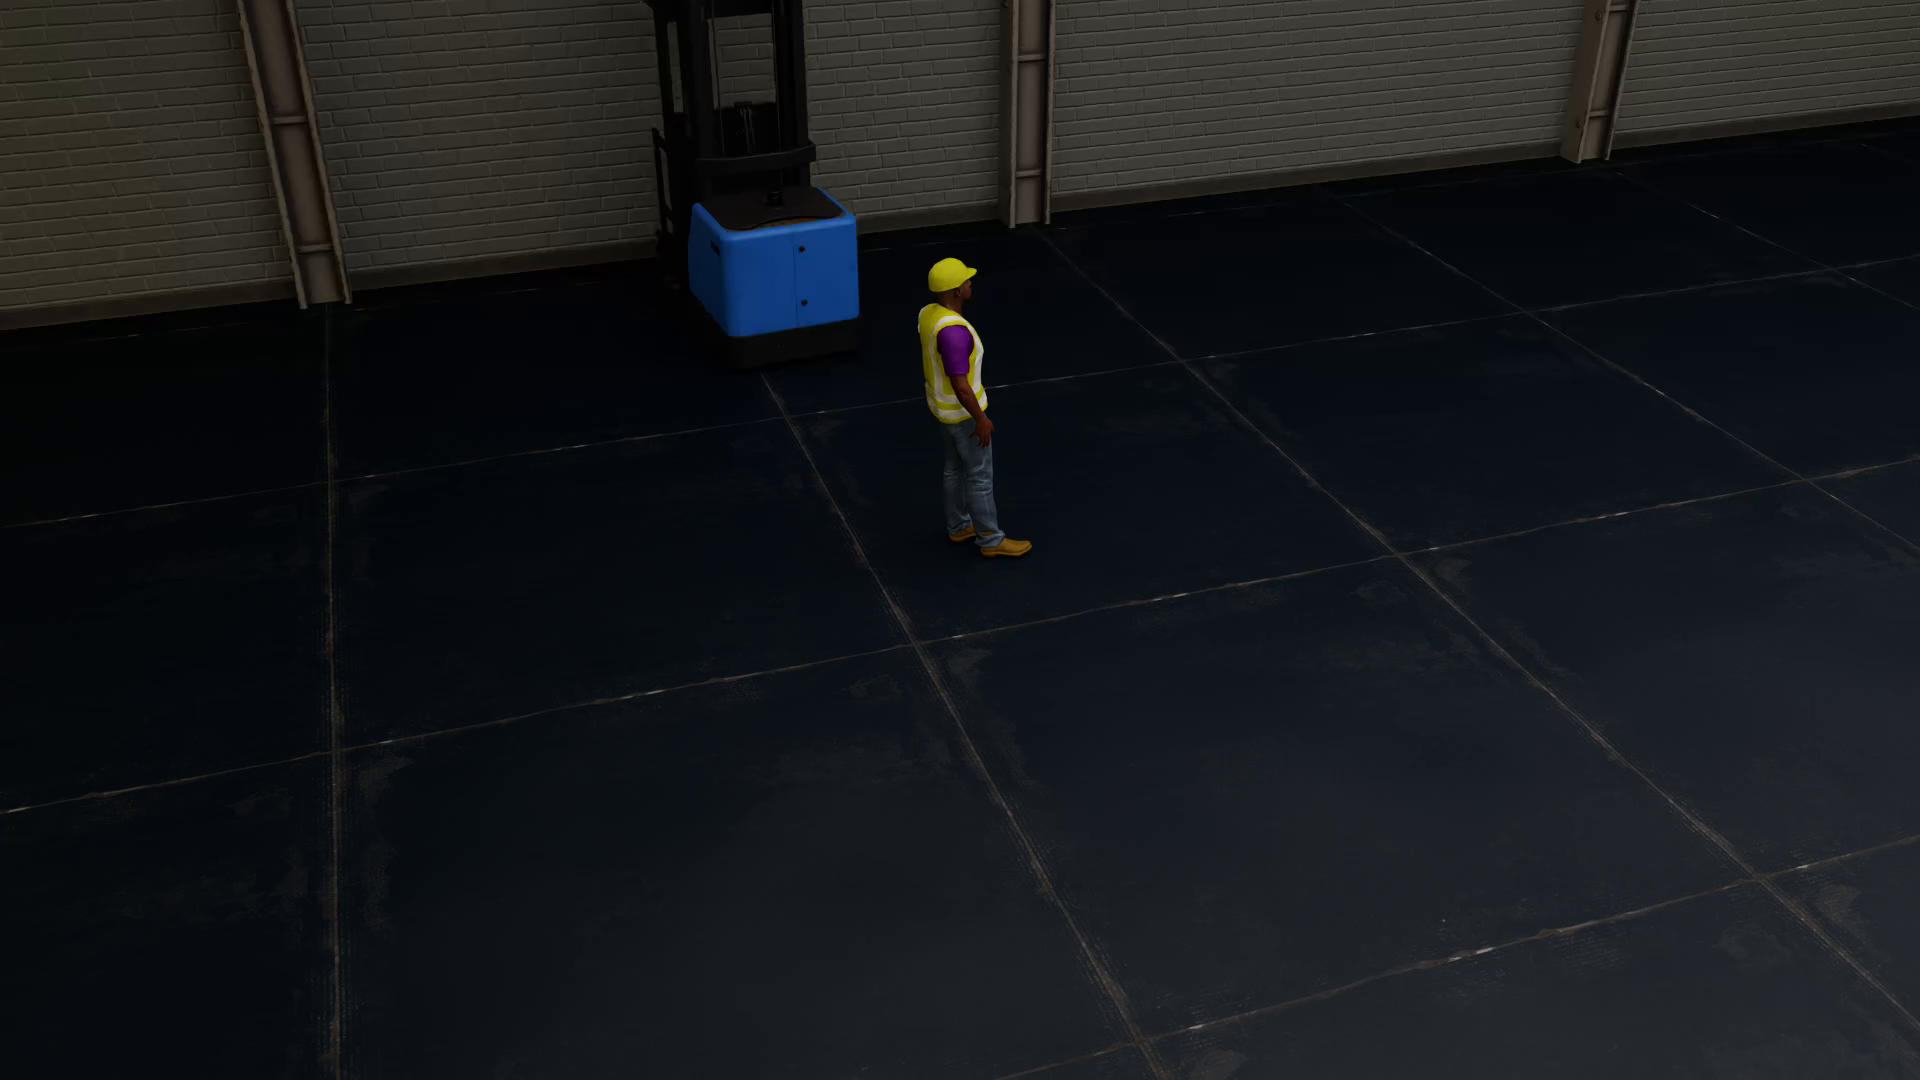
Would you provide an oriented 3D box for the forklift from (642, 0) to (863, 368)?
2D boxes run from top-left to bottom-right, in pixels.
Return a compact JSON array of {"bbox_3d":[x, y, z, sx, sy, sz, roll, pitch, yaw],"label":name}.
[{"bbox_3d":[-1.784,-3.228,12.698,1.130,2.935,3.031,-12,32,-20],"label":"forklift"}]

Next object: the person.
[{"bbox_3d":[0.068,-0.780,9.596,0.575,1.768,0.665,-10,31,-16],"label":"person"}]
